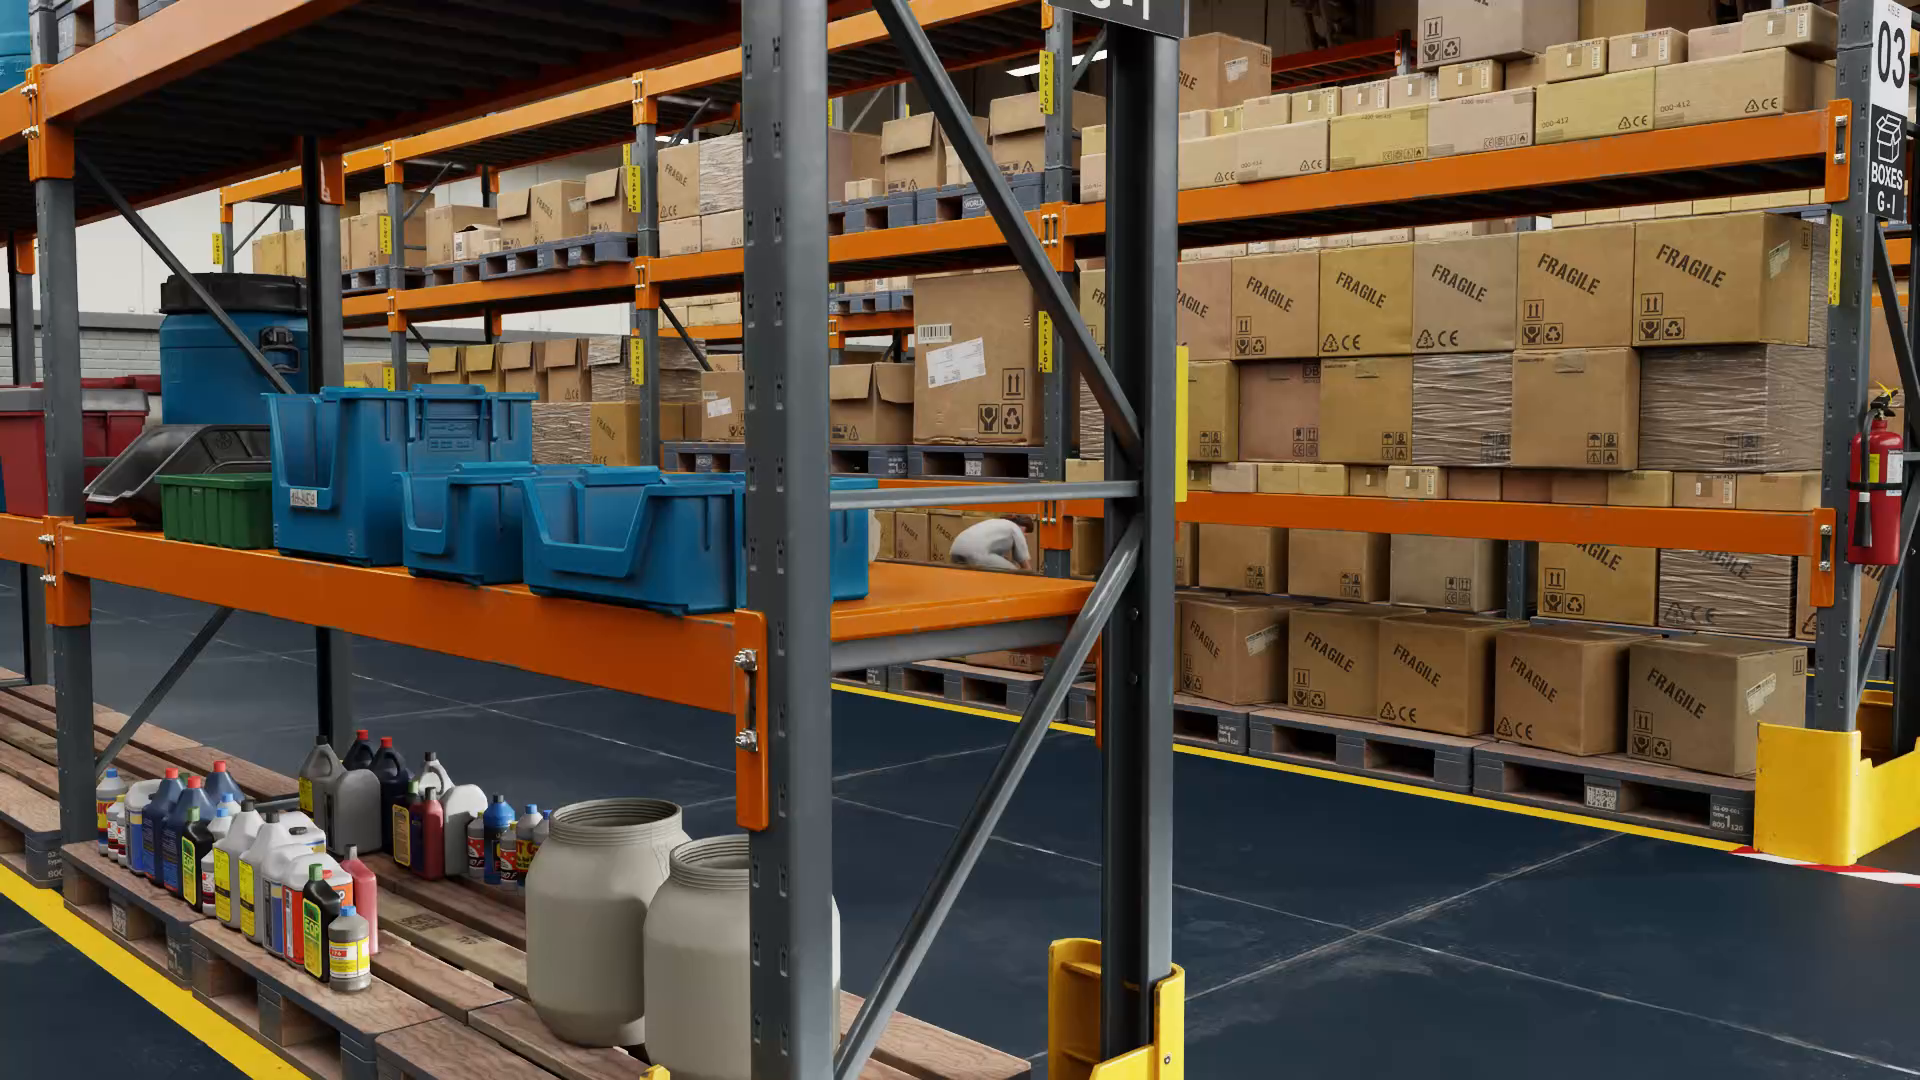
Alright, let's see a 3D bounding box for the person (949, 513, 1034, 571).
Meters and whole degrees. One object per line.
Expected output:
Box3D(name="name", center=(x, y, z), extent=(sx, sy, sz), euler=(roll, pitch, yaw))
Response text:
Box3D(name="person", center=(0.277, 0.261, 13.131), extent=(0.468, 0.930, 0.852), euler=(4, 6, 44))
